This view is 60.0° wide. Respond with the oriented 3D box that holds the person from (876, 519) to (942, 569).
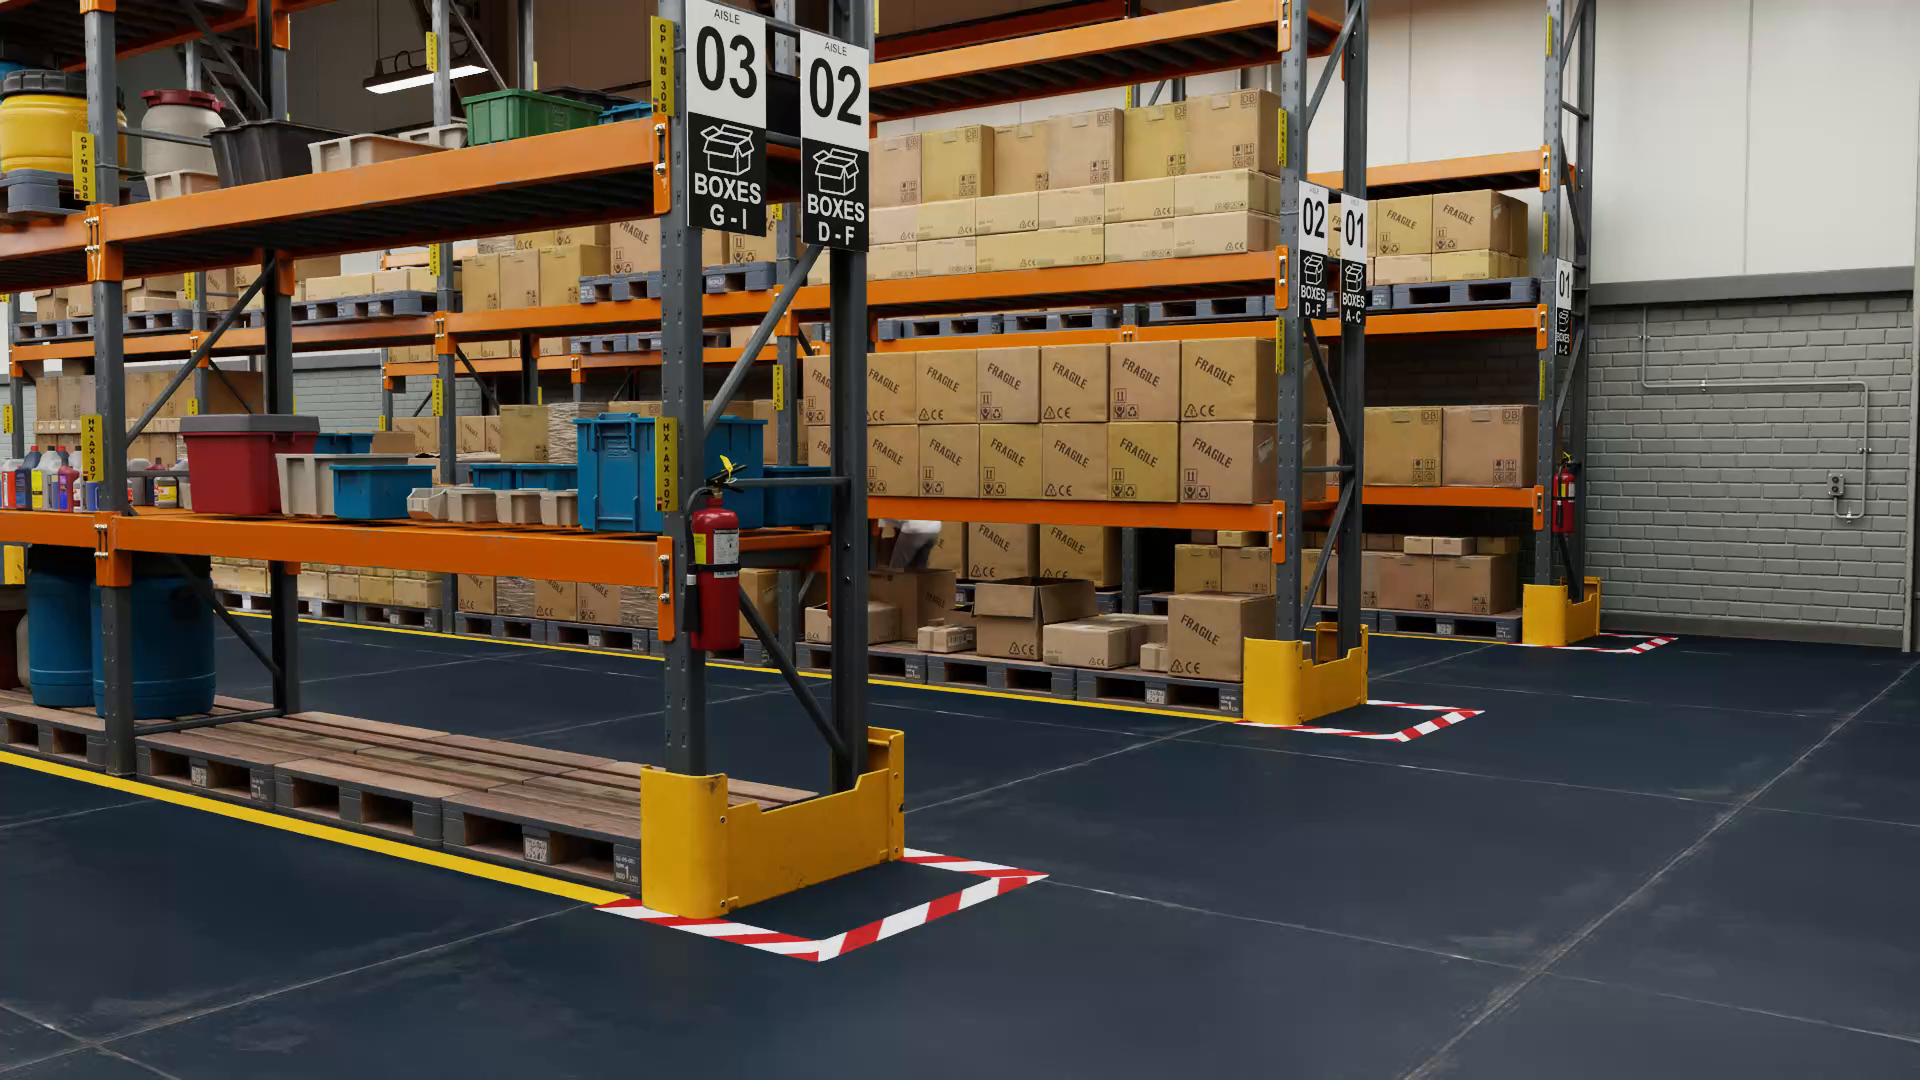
[{"bbox_3d":[-0.598,0.052,15.562,0.857,1.454,0.488,2,4,34],"label":"person"}]
